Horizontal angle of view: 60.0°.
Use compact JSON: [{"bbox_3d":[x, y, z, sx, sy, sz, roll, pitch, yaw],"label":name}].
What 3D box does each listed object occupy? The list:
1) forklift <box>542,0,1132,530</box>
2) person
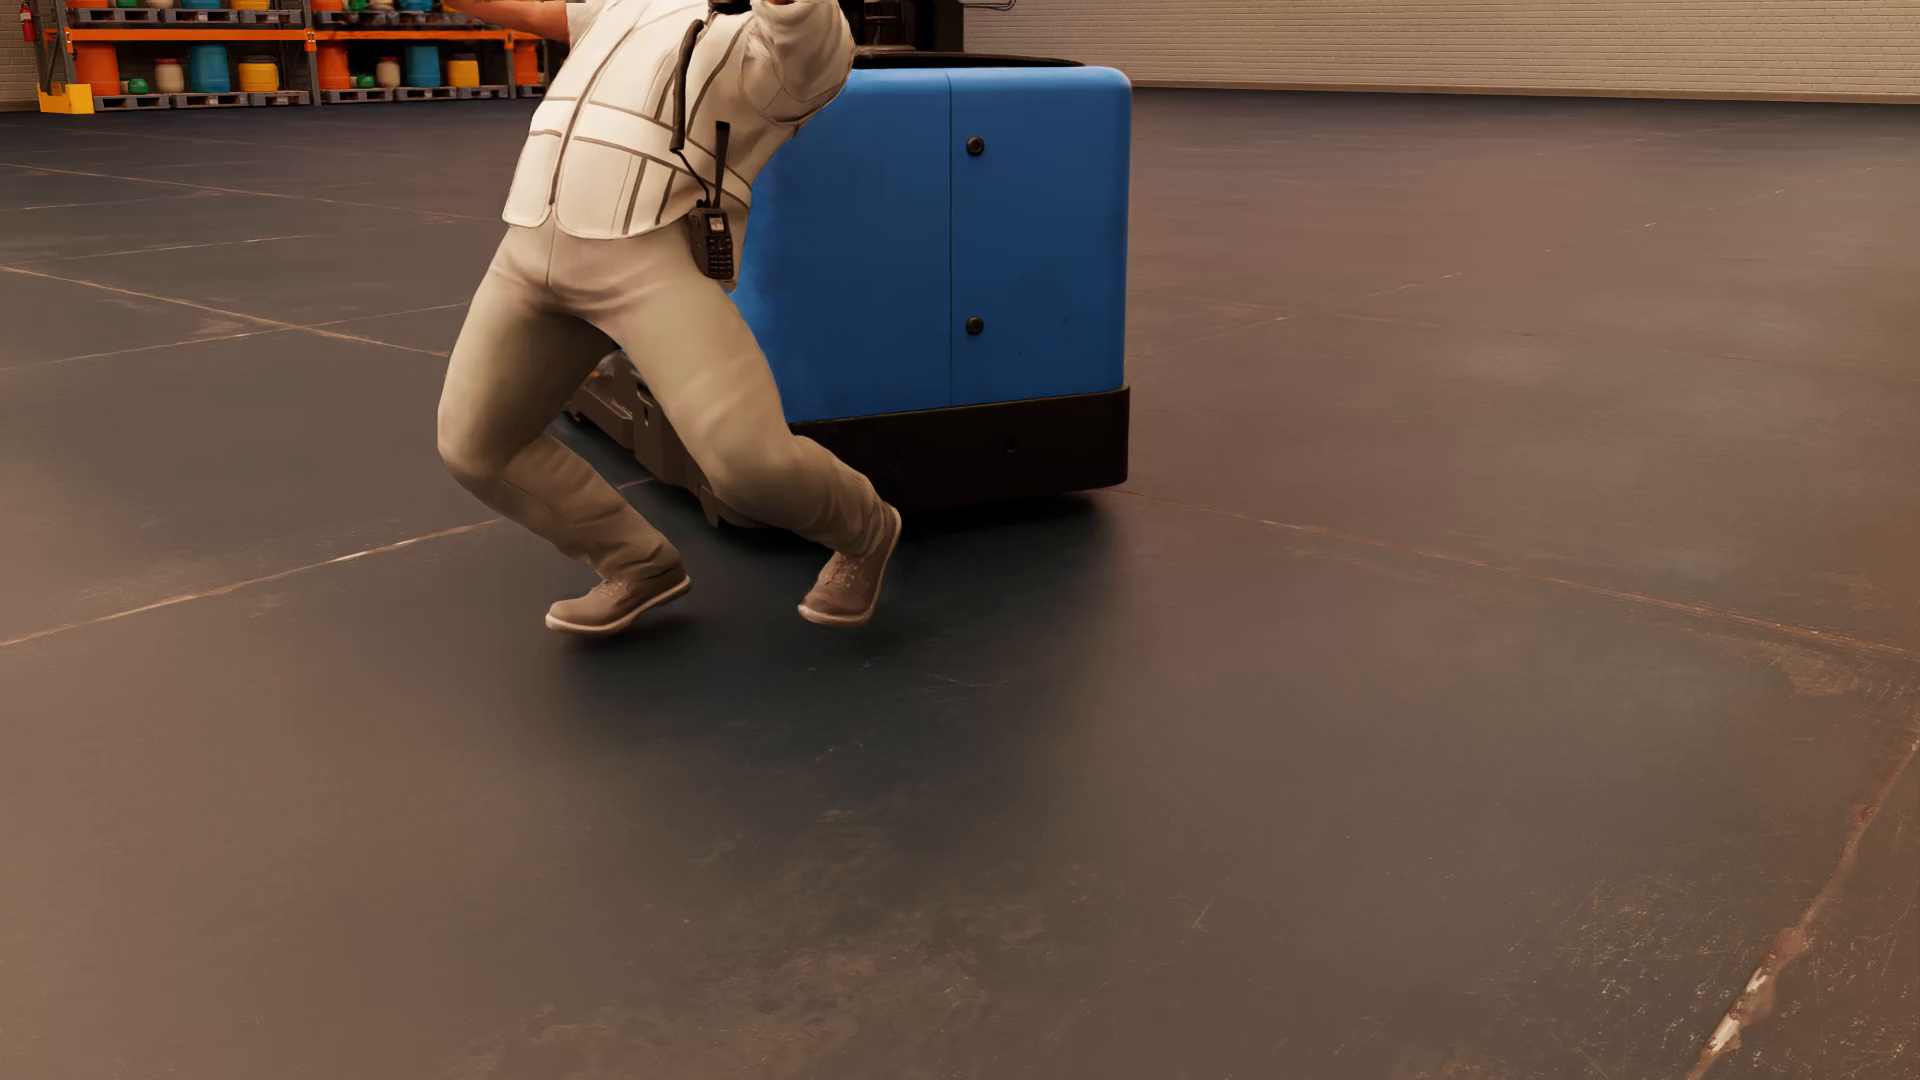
[{"bbox_3d":[-0.666,-1.809,4.854,1.130,2.935,3.031,-8,19,-24],"label":"forklift"},{"bbox_3d":[-0.644,-0.613,3.153,1.075,1.592,0.711,8,19,26],"label":"person"}]
